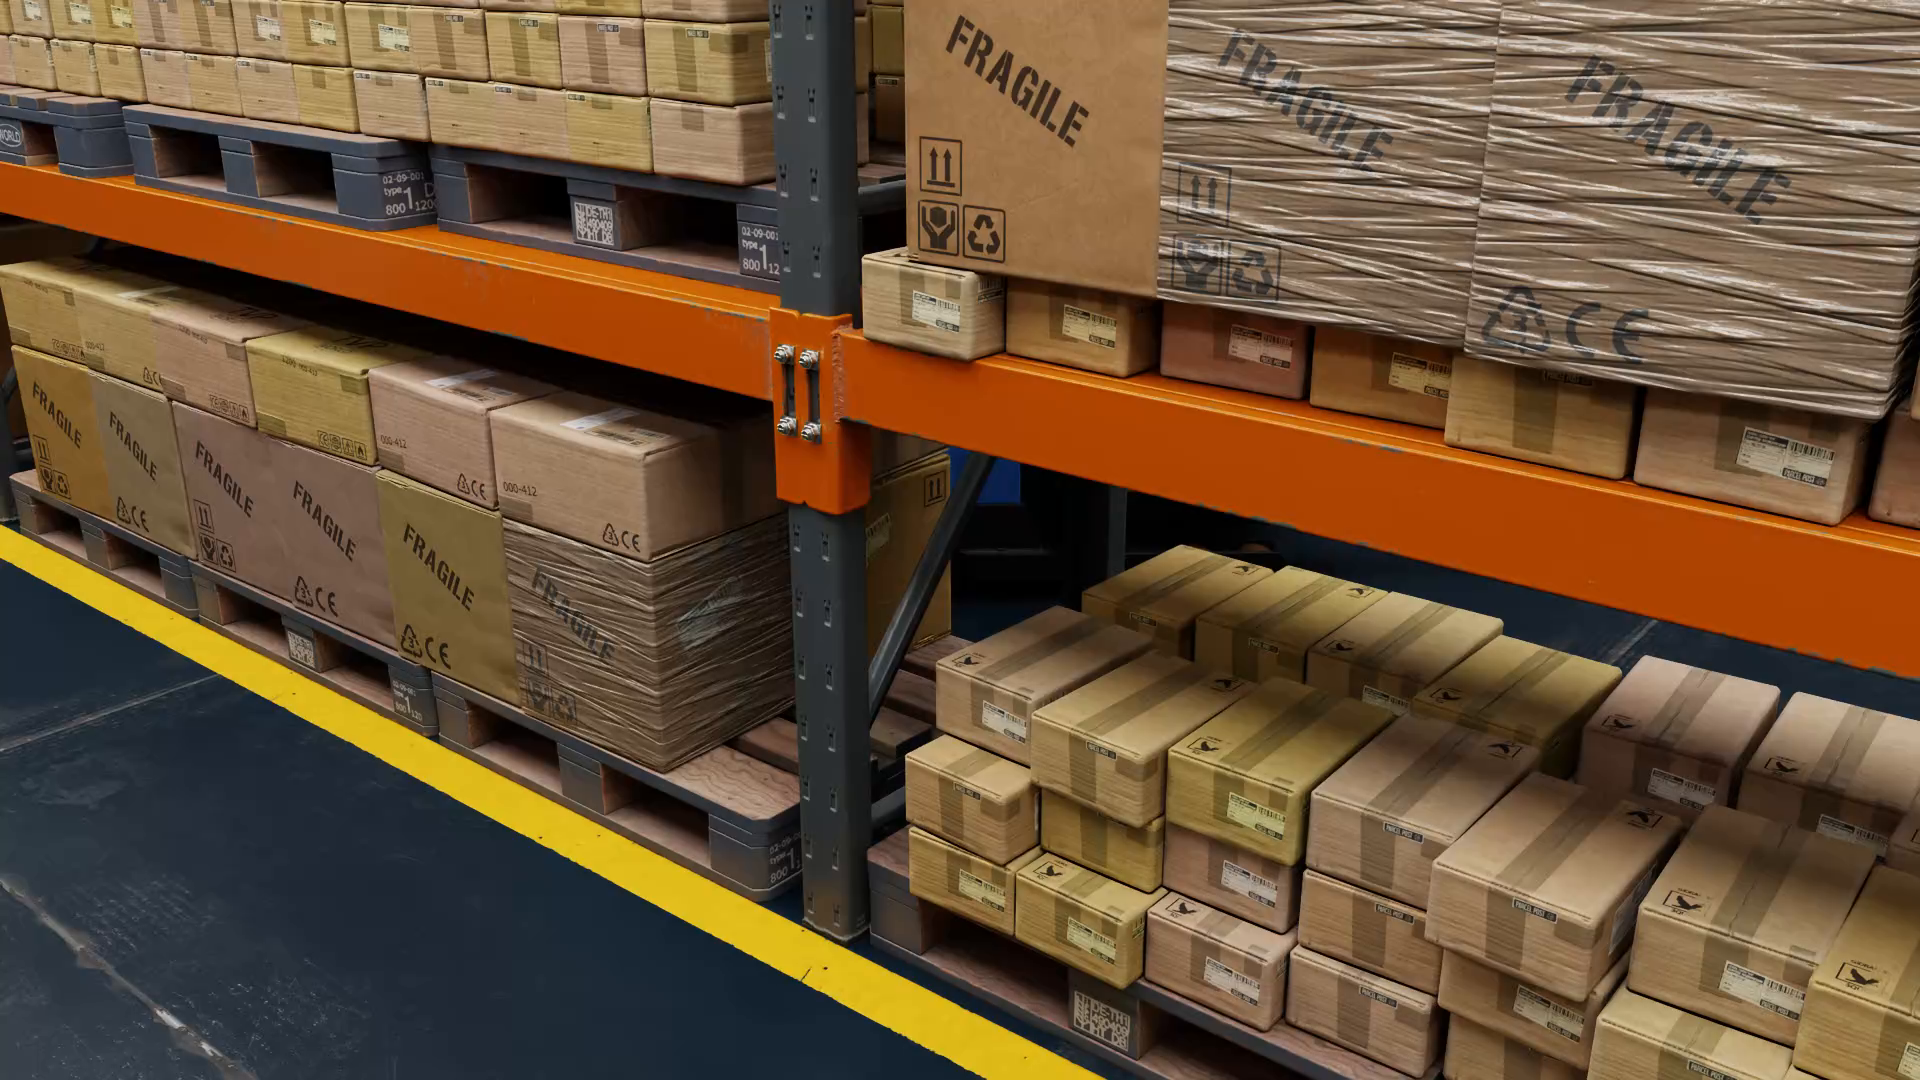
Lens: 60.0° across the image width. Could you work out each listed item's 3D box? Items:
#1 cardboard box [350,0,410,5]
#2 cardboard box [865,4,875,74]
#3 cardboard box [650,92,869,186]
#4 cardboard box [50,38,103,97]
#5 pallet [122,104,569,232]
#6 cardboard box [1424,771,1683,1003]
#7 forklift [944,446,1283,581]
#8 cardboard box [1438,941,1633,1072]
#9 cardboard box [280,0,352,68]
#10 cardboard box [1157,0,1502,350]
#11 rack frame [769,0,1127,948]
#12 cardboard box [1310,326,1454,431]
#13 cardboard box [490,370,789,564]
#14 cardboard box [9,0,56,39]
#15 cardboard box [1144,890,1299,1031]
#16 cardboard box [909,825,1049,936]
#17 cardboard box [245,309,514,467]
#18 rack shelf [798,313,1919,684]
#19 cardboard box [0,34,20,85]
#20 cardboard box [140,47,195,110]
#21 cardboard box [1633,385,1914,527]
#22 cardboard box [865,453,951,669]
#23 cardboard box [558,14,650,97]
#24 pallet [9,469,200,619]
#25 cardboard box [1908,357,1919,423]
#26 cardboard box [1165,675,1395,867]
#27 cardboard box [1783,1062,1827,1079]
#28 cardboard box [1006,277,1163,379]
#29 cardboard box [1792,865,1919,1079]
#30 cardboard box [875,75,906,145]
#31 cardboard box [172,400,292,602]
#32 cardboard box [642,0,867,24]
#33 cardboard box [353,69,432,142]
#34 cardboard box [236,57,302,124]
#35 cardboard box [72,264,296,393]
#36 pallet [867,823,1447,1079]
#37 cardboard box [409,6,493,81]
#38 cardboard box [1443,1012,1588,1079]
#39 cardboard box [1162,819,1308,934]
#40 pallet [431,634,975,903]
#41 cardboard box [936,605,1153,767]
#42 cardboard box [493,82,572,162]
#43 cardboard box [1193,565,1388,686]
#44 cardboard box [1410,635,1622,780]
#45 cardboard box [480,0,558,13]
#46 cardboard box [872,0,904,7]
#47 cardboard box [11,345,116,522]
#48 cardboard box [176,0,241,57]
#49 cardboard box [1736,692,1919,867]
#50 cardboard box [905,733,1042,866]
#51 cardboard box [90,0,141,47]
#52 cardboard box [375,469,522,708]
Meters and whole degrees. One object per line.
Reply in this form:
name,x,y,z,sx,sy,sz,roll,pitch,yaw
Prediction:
cardboard box,-1.201,-1.338,3.883,0.250,0.149,0.380,15,25,35
cardboard box,-0.184,-1.201,3.942,0.250,0.149,0.380,15,26,35
cardboard box,-0.400,-0.826,3.368,0.250,0.149,0.380,15,26,35
cardboard box,-2.430,-1.409,4.913,0.250,0.149,0.380,18,27,39
pallet,-1.507,-1.085,4.565,1.213,0.211,1.003,16,26,36
cardboard box,0.933,0.532,2.608,0.250,0.149,0.380,17,26,37
forklift,0.625,-1.376,5.164,3.031,2.935,1.130,0,21,-1
cardboard box,0.981,0.660,2.692,0.250,0.149,0.380,18,27,39
cardboard box,-1.424,-1.258,4.093,0.250,0.149,0.380,16,26,37
cardboard box,0.645,-0.610,2.473,0.500,0.500,0.500,16,26,36
rack frame,0.033,-0.712,3.306,0.127,3.000,1.000,16,26,36
cardboard box,0.739,-0.297,2.562,0.250,0.149,0.380,15,25,34
cardboard box,-0.704,-0.187,3.798,0.500,0.250,0.500,15,25,35
cardboard box,-2.607,-1.600,5.000,0.250,0.149,0.380,18,27,39
cardboard box,0.543,0.695,3.020,0.250,0.149,0.380,16,26,36
cardboard box,0.112,0.594,3.287,0.250,0.149,0.380,15,25,34
cardboard box,-1.513,-0.420,4.414,0.500,0.250,0.500,15,25,34
rack shelf,1.582,0.071,2.250,4.000,0.370,1.077,16,26,36
cardboard box,-2.847,-1.529,5.232,0.250,0.149,0.380,16,26,36
cardboard box,-2.012,-1.290,4.599,0.250,0.149,0.380,17,27,38
cardboard box,1.096,-0.162,2.202,0.250,0.149,0.380,17,27,39
cardboard box,-0.372,0.023,4.302,0.500,0.500,0.500,17,27,38
cardboard box,-0.605,-1.024,3.471,0.250,0.149,0.380,16,26,37
pallet,-2.462,-0.125,5.701,1.213,0.211,1.003,16,26,36
cardboard box,1.446,-0.377,1.853,0.500,0.500,0.500,18,27,39
cardboard box,0.571,0.401,2.956,0.250,0.149,0.380,16,26,36
cardboard box,1.311,0.795,2.332,0.250,0.149,0.380,16,26,37
cardboard box,0.292,-0.405,2.846,0.250,0.149,0.380,17,27,38
cardboard box,1.363,0.636,2.333,0.250,0.149,0.380,16,26,37
cardboard box,0.018,-1.005,3.843,0.250,0.149,0.380,15,25,34
cardboard box,-1.887,-0.180,4.841,0.500,0.500,0.500,15,26,35
cardboard box,-0.402,-1.106,3.267,0.250,0.149,0.380,18,27,39
cardboard box,-1.207,-1.056,3.979,0.250,0.149,0.380,15,25,34
cardboard box,-1.618,-1.175,4.294,0.250,0.149,0.380,15,25,35
cardboard box,-2.292,-0.649,5.024,0.500,0.250,0.500,16,26,36
pallet,0.575,0.733,3.426,1.213,0.211,1.003,16,26,36
cardboard box,-1.010,-1.140,3.778,0.250,0.149,0.380,15,25,35
cardboard box,1.002,0.788,2.772,0.250,0.149,0.380,15,25,34
cardboard box,0.575,0.531,3.033,0.250,0.149,0.380,16,26,36
pallet,-0.572,0.419,4.257,1.213,0.211,1.003,16,26,36
cardboard box,0.168,0.280,3.276,0.250,0.149,0.380,17,27,38
cardboard box,-0.794,-0.940,3.670,0.250,0.149,0.380,16,26,36
cardboard box,0.696,0.201,3.486,0.250,0.149,0.380,16,26,37
cardboard box,1.045,0.334,3.133,0.250,0.149,0.380,17,27,38
cardboard box,-0.809,-1.224,3.580,0.250,0.149,0.380,15,25,35
cardboard box,0.018,-1.283,3.738,0.250,0.149,0.380,18,27,39
cardboard box,-2.680,-0.404,5.436,0.500,0.500,0.500,15,25,34
cardboard box,-1.820,-1.373,4.398,0.250,0.149,0.380,16,26,36
cardboard box,1.530,0.426,2.890,0.250,0.149,0.380,15,25,34
cardboard box,0.111,0.454,3.236,0.250,0.149,0.380,18,27,39
cardboard box,-2.203,-1.485,4.695,0.250,0.149,0.380,16,26,37
cardboard box,-1.097,0.050,4.232,0.500,0.500,0.500,15,26,35
